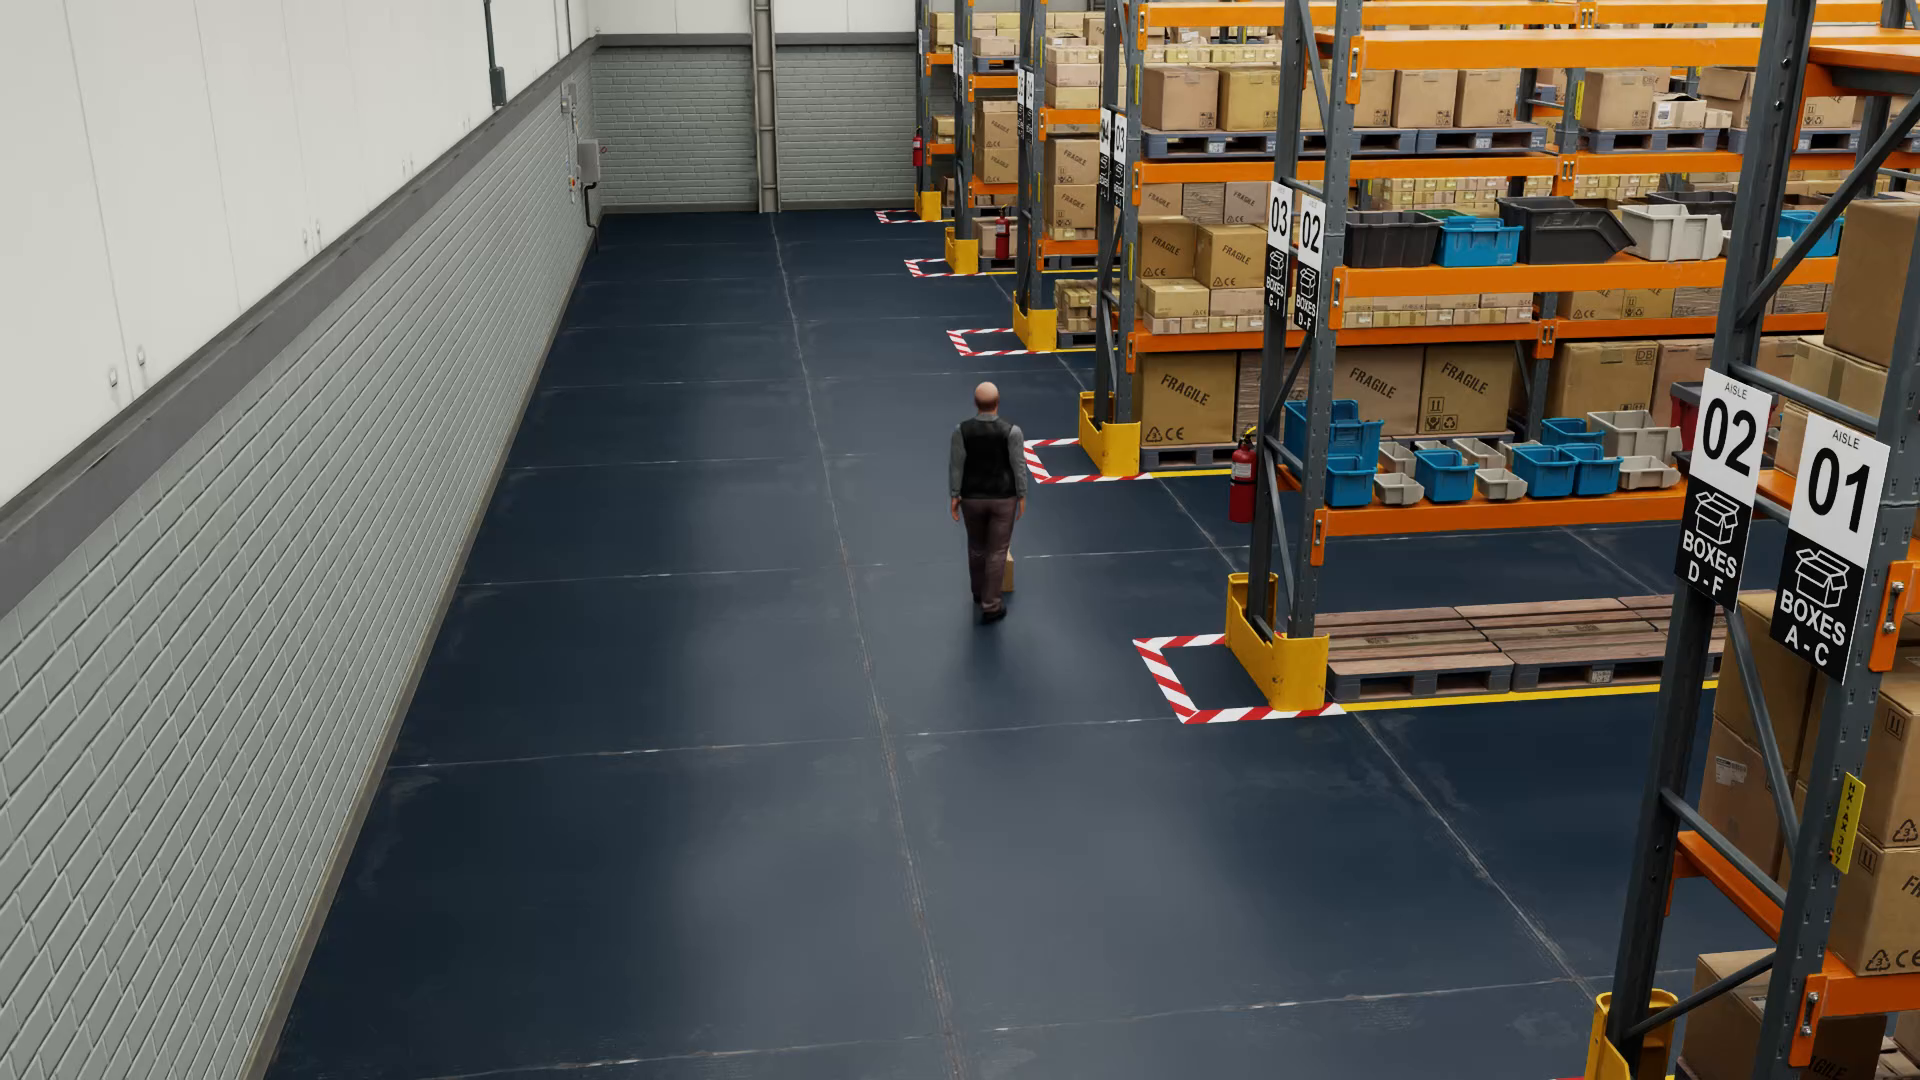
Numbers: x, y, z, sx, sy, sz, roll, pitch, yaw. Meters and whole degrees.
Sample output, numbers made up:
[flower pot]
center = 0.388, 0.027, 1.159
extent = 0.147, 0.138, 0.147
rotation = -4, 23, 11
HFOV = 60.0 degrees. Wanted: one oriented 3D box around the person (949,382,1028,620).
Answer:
[person]
center = 0.228, -0.318, 11.967
extent = 0.553, 1.719, 0.685
rotation = 5, 20, 13
